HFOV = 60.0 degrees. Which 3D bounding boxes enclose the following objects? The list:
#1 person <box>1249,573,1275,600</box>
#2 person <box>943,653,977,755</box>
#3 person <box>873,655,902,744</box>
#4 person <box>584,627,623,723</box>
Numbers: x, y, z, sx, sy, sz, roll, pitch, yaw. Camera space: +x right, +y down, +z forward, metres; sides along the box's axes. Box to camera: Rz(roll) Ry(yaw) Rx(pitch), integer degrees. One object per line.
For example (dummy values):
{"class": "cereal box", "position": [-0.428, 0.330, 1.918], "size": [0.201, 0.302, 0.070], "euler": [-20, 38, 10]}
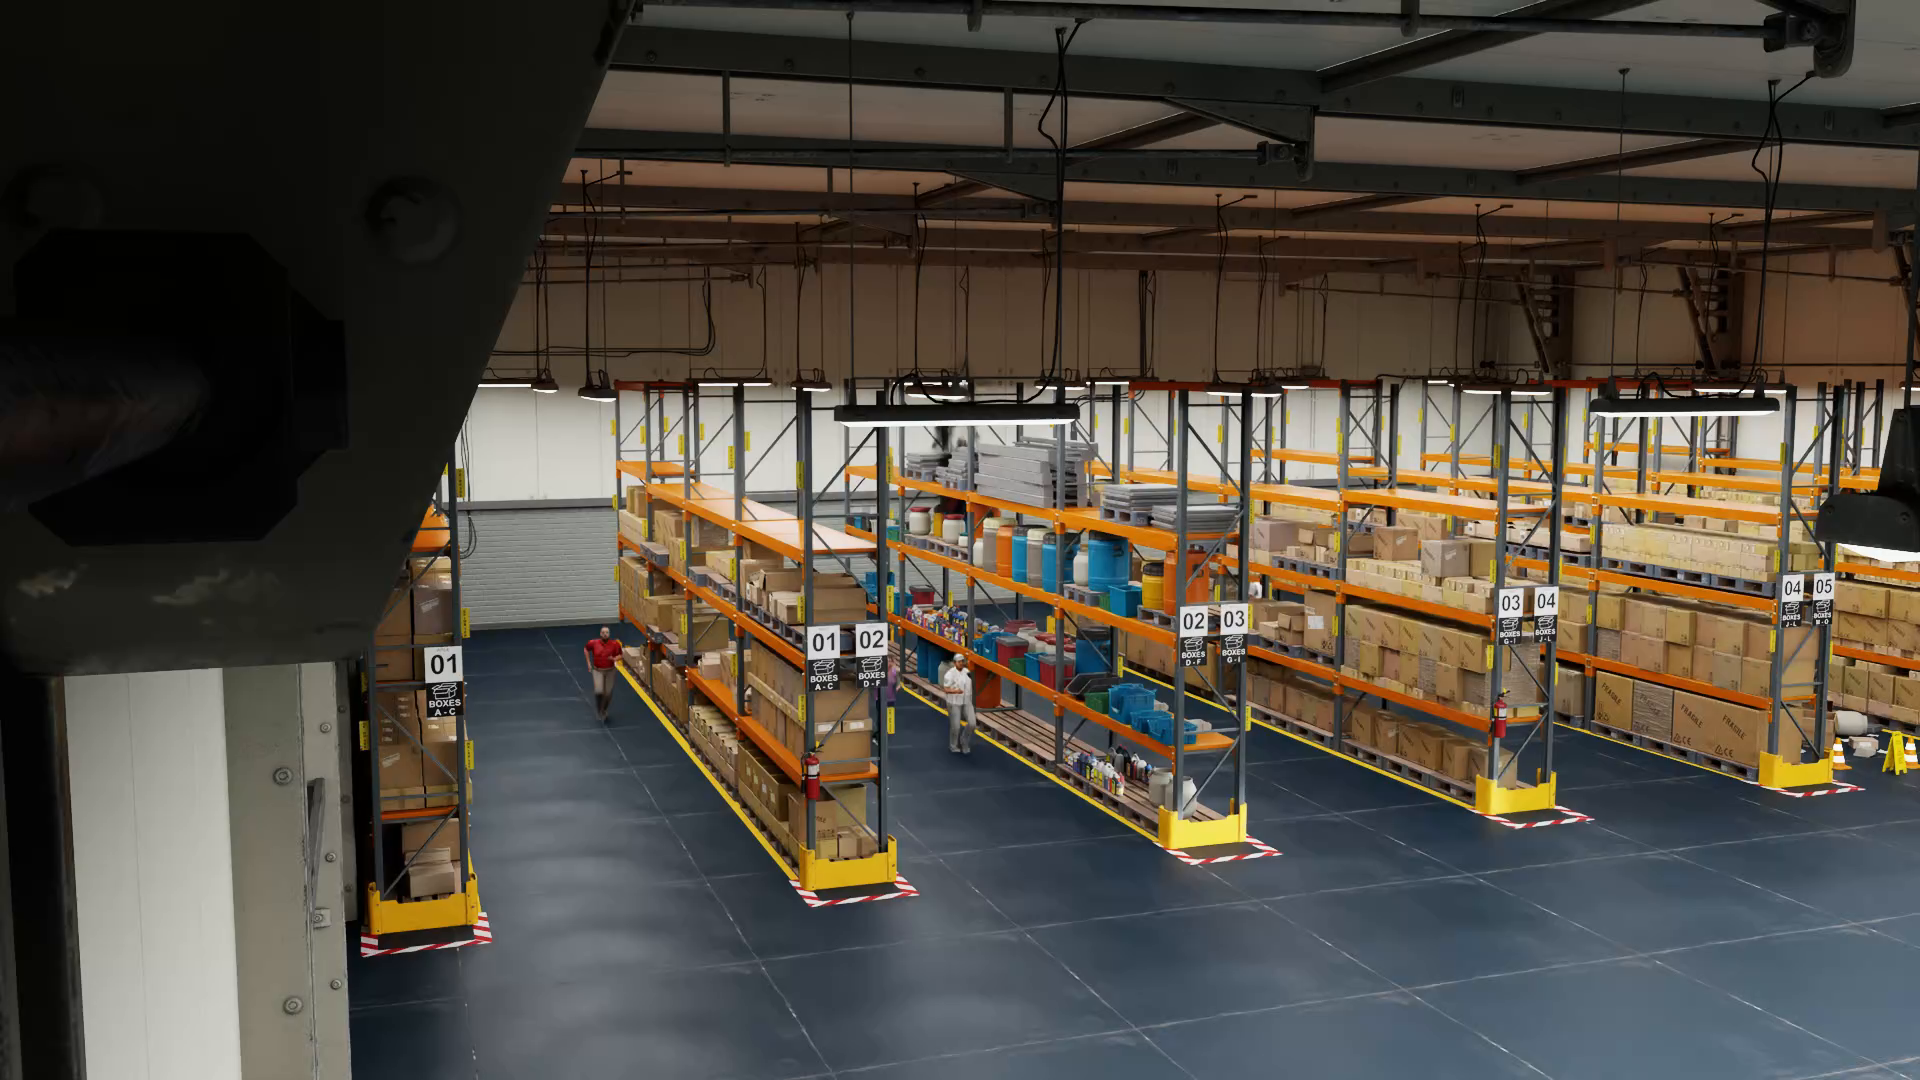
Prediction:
{"class": "person", "position": [6.684, 1.540, 36.899], "size": [0.694, 1.803, 0.998], "euler": [-2, 6, -16]}
{"class": "person", "position": [0.024, 2.670, 26.942], "size": [0.589, 1.666, 0.621], "euler": [-3, 7, -24]}
{"class": "person", "position": [-1.239, 2.655, 27.422], "size": [0.569, 1.548, 0.682], "euler": [-3, 7, -27]}
{"class": "person", "position": [-6.304, 2.379, 29.462], "size": [0.638, 1.711, 0.784], "euler": [-2, 6, -19]}
